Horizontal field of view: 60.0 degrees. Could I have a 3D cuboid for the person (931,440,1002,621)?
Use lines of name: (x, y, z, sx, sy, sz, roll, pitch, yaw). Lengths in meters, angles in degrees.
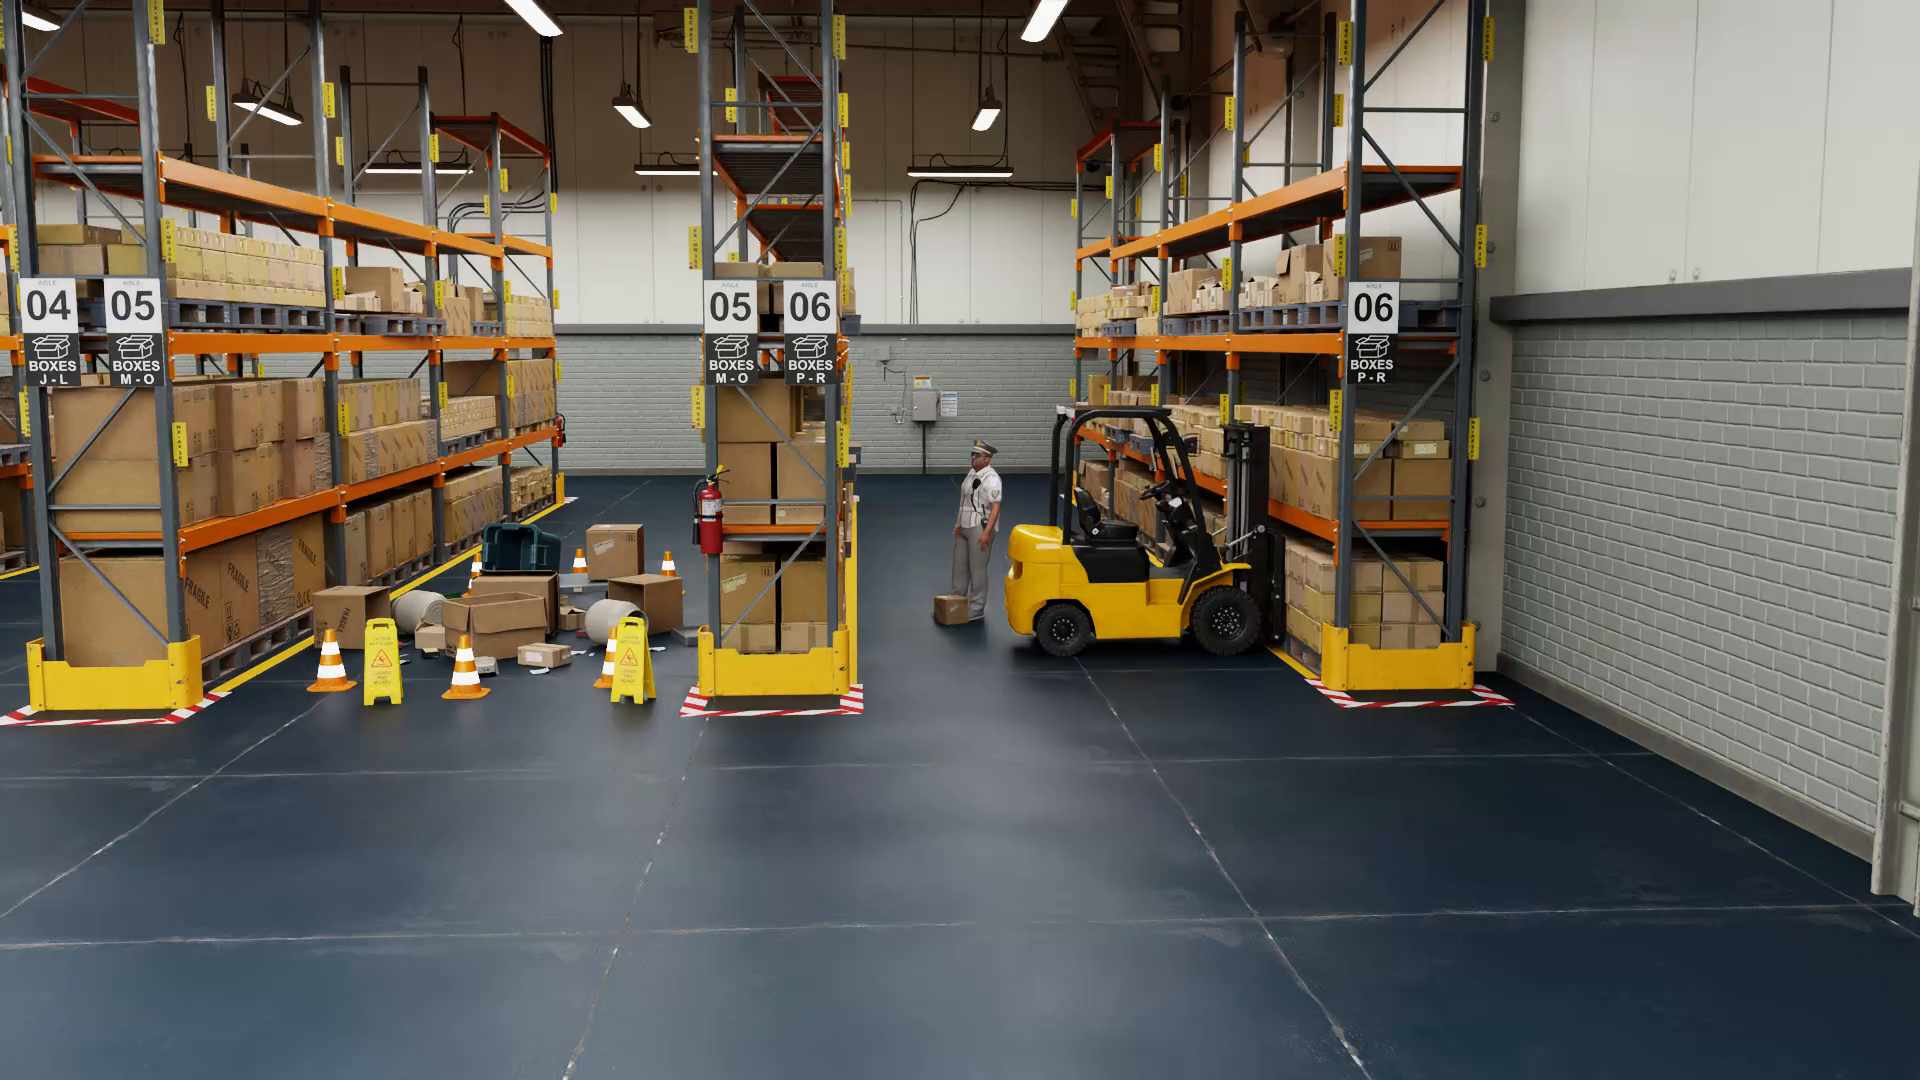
person: (0.085, -0.100, 16.350, 0.575, 1.781, 0.640, -4, 8, -28)
